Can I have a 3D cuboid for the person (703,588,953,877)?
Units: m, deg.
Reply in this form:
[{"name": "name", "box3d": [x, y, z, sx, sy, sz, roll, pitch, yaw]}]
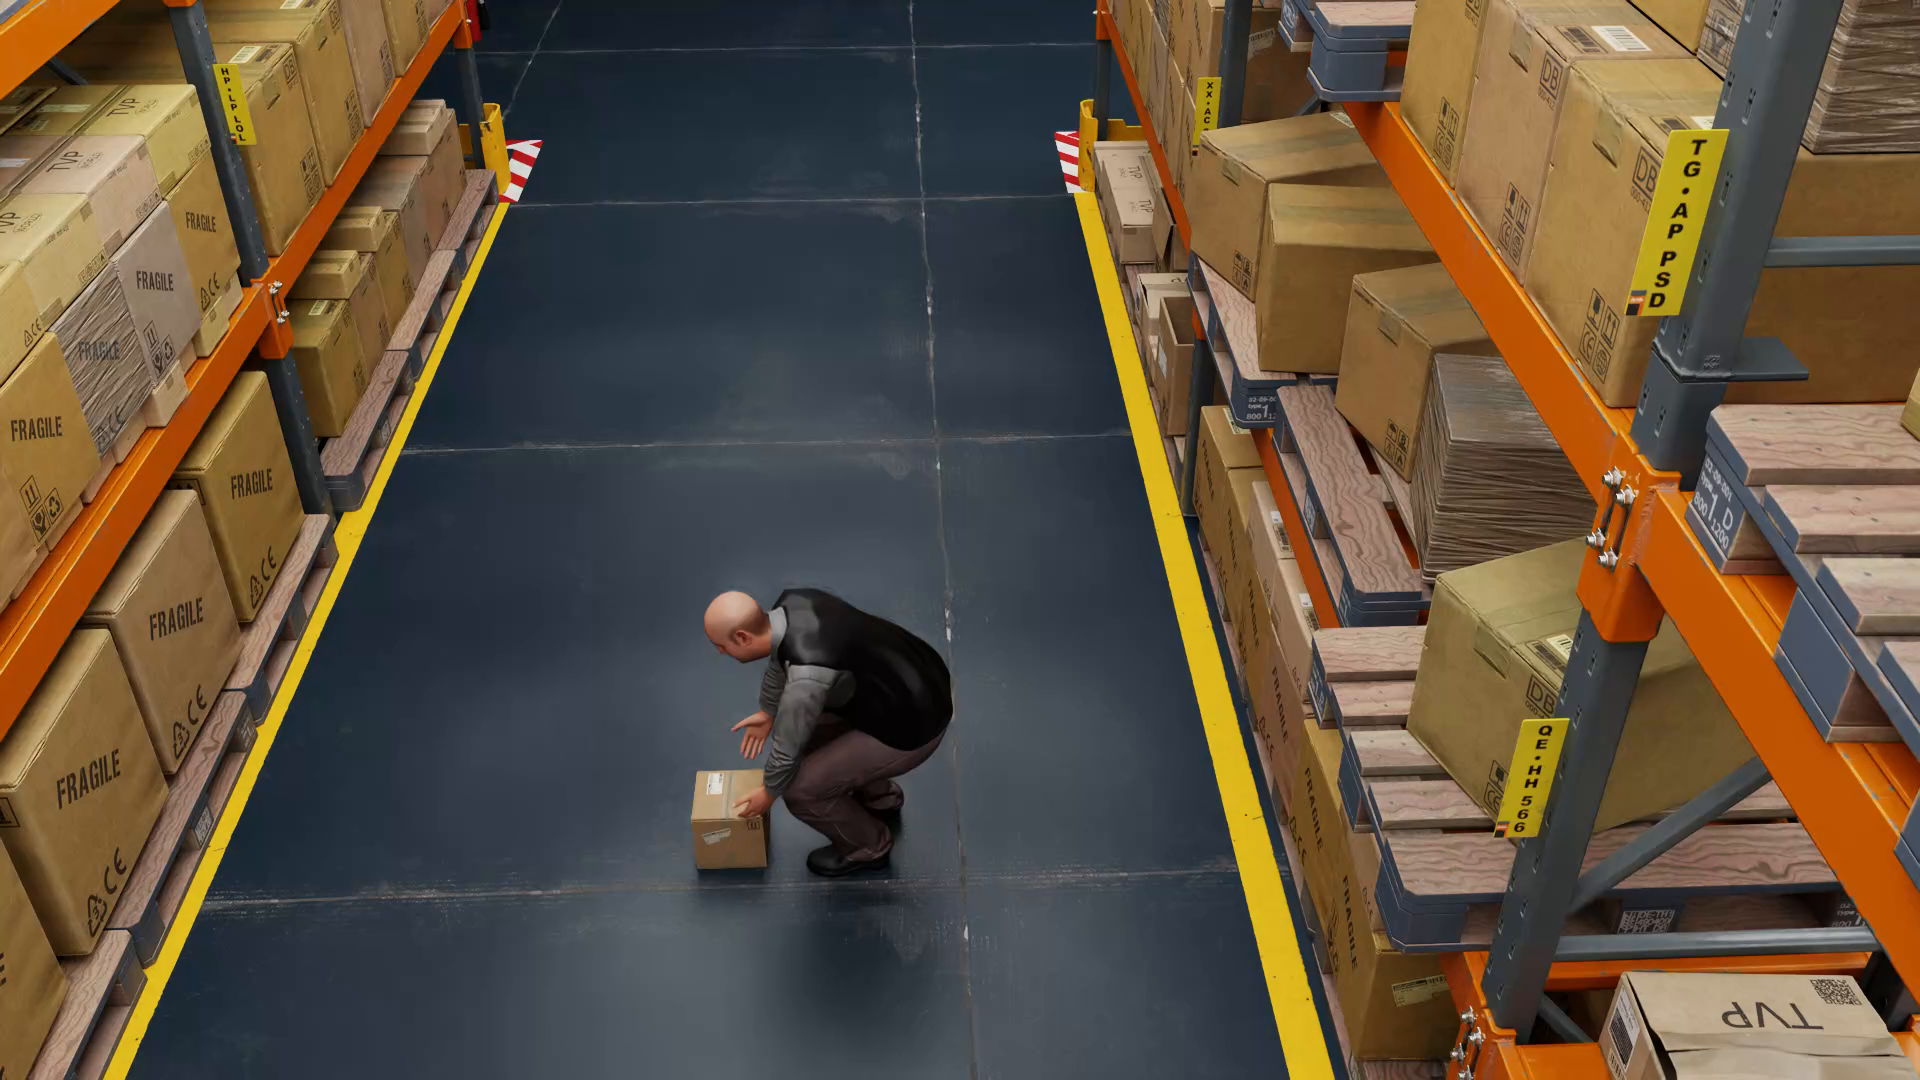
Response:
[{"name": "person", "box3d": [-0.432, 0.642, 5.736, 0.814, 1.168, 0.573, -2, 35, -2]}]
